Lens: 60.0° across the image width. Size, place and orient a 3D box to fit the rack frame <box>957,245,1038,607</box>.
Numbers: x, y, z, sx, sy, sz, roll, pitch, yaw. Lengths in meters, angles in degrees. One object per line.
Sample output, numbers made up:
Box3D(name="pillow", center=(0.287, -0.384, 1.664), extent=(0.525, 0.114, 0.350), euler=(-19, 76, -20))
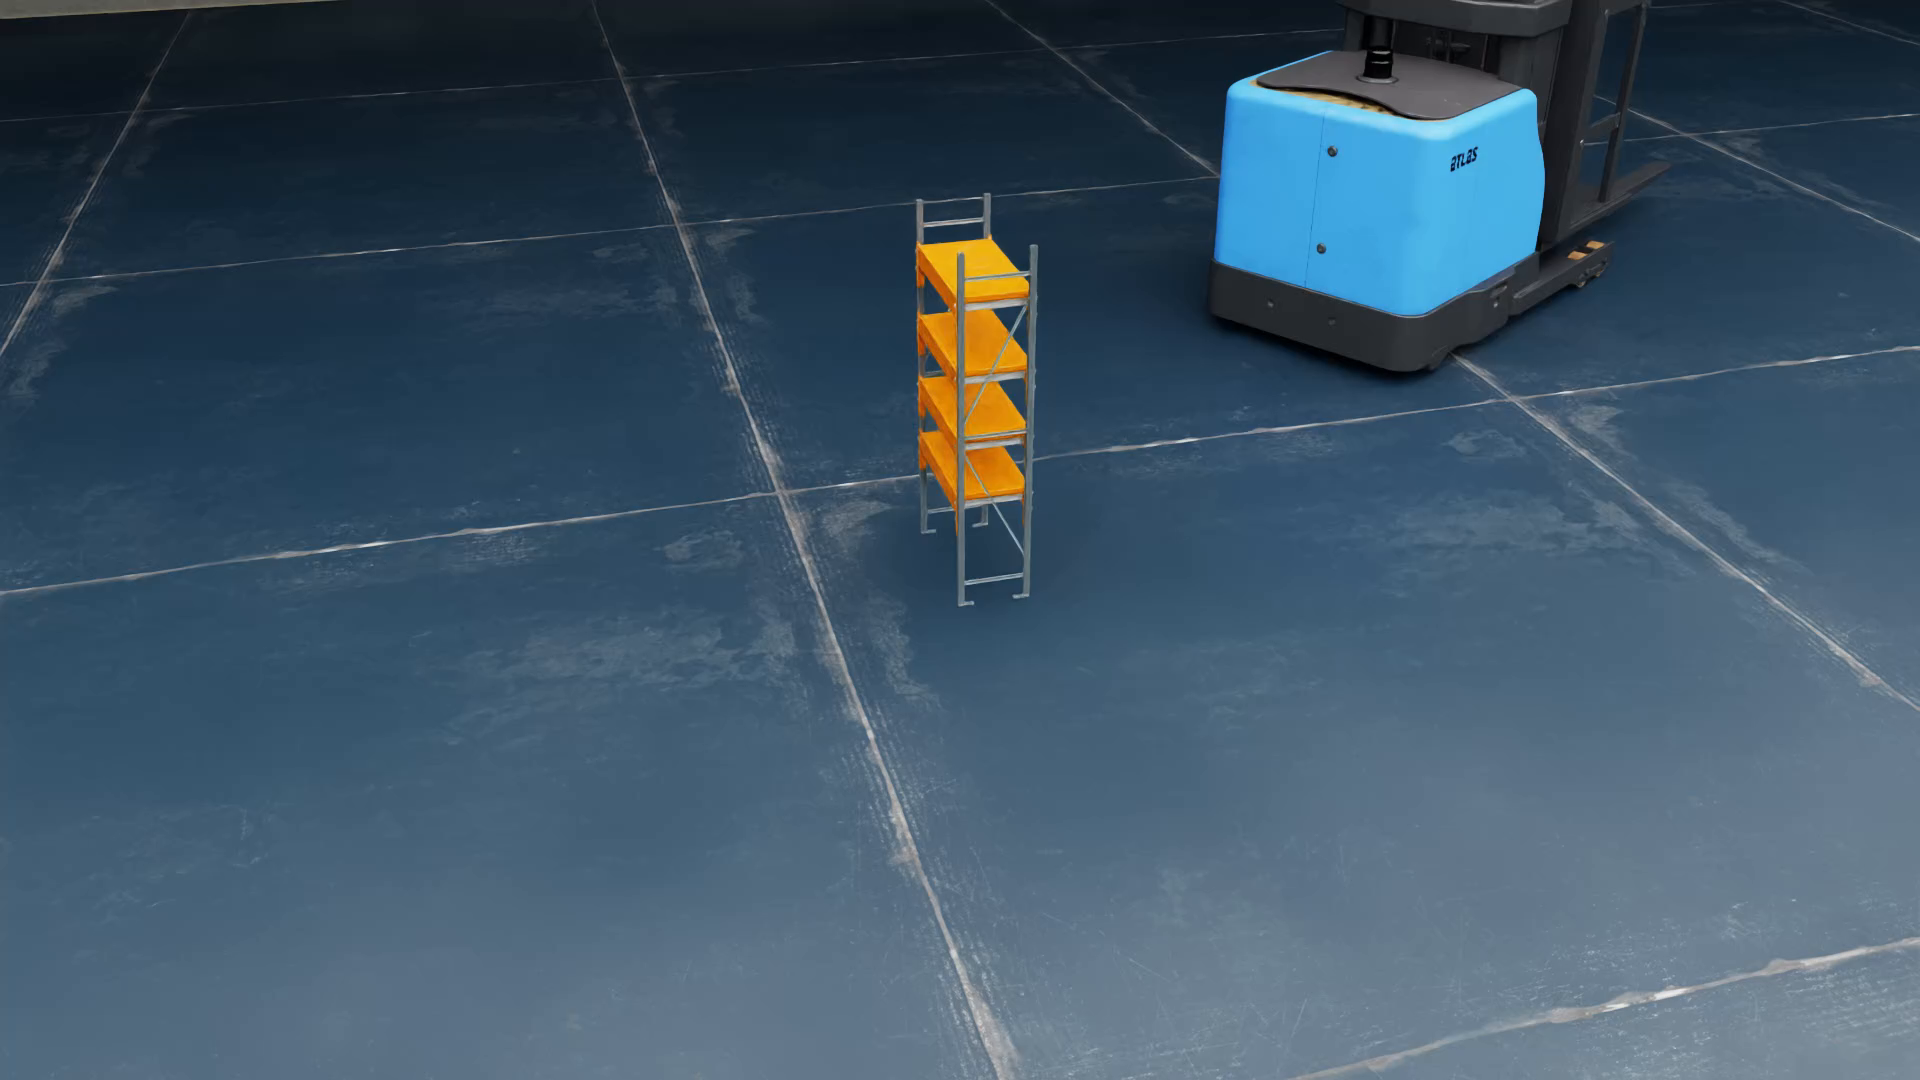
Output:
Box3D(name="rack frame", center=(0.109, -0.321, 5.108), extent=(0.240, 1.200, 0.015), euler=(-8, 31, -13))

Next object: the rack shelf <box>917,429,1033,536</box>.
Box3D(name="rack shelf", center=(0.044, -0.209, 5.444), extent=(0.258, 0.148, 0.480), euler=(-8, 31, -13))

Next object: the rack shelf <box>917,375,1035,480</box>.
Box3D(name="rack shelf", center=(0.044, -0.381, 5.345), extent=(0.258, 0.148, 0.480), euler=(-8, 31, -13))

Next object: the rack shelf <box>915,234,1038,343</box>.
Box3D(name="rack shelf", center=(0.044, -0.779, 5.114), extent=(0.258, 0.148, 0.480), euler=(-8, 31, -13))

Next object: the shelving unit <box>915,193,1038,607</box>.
Box3D(name="shelving unit", center=(0.044, -0.439, 5.311), extent=(0.258, 1.200, 0.503), euler=(-8, 31, -13))

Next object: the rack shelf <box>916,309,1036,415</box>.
Box3D(name="rack shelf", center=(0.044, -0.575, 5.233), extent=(0.258, 0.148, 0.480), euler=(-8, 31, -13))

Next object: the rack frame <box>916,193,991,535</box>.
Box3D(name="rack frame", center=(-0.021, -0.557, 5.515), extent=(0.240, 1.200, 0.015), euler=(-8, 31, -13))

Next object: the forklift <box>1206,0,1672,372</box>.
Box3D(name="forklift", center=(2.460, -2.606, 7.327), extent=(1.130, 2.935, 3.031), euler=(25, 38, 36))
